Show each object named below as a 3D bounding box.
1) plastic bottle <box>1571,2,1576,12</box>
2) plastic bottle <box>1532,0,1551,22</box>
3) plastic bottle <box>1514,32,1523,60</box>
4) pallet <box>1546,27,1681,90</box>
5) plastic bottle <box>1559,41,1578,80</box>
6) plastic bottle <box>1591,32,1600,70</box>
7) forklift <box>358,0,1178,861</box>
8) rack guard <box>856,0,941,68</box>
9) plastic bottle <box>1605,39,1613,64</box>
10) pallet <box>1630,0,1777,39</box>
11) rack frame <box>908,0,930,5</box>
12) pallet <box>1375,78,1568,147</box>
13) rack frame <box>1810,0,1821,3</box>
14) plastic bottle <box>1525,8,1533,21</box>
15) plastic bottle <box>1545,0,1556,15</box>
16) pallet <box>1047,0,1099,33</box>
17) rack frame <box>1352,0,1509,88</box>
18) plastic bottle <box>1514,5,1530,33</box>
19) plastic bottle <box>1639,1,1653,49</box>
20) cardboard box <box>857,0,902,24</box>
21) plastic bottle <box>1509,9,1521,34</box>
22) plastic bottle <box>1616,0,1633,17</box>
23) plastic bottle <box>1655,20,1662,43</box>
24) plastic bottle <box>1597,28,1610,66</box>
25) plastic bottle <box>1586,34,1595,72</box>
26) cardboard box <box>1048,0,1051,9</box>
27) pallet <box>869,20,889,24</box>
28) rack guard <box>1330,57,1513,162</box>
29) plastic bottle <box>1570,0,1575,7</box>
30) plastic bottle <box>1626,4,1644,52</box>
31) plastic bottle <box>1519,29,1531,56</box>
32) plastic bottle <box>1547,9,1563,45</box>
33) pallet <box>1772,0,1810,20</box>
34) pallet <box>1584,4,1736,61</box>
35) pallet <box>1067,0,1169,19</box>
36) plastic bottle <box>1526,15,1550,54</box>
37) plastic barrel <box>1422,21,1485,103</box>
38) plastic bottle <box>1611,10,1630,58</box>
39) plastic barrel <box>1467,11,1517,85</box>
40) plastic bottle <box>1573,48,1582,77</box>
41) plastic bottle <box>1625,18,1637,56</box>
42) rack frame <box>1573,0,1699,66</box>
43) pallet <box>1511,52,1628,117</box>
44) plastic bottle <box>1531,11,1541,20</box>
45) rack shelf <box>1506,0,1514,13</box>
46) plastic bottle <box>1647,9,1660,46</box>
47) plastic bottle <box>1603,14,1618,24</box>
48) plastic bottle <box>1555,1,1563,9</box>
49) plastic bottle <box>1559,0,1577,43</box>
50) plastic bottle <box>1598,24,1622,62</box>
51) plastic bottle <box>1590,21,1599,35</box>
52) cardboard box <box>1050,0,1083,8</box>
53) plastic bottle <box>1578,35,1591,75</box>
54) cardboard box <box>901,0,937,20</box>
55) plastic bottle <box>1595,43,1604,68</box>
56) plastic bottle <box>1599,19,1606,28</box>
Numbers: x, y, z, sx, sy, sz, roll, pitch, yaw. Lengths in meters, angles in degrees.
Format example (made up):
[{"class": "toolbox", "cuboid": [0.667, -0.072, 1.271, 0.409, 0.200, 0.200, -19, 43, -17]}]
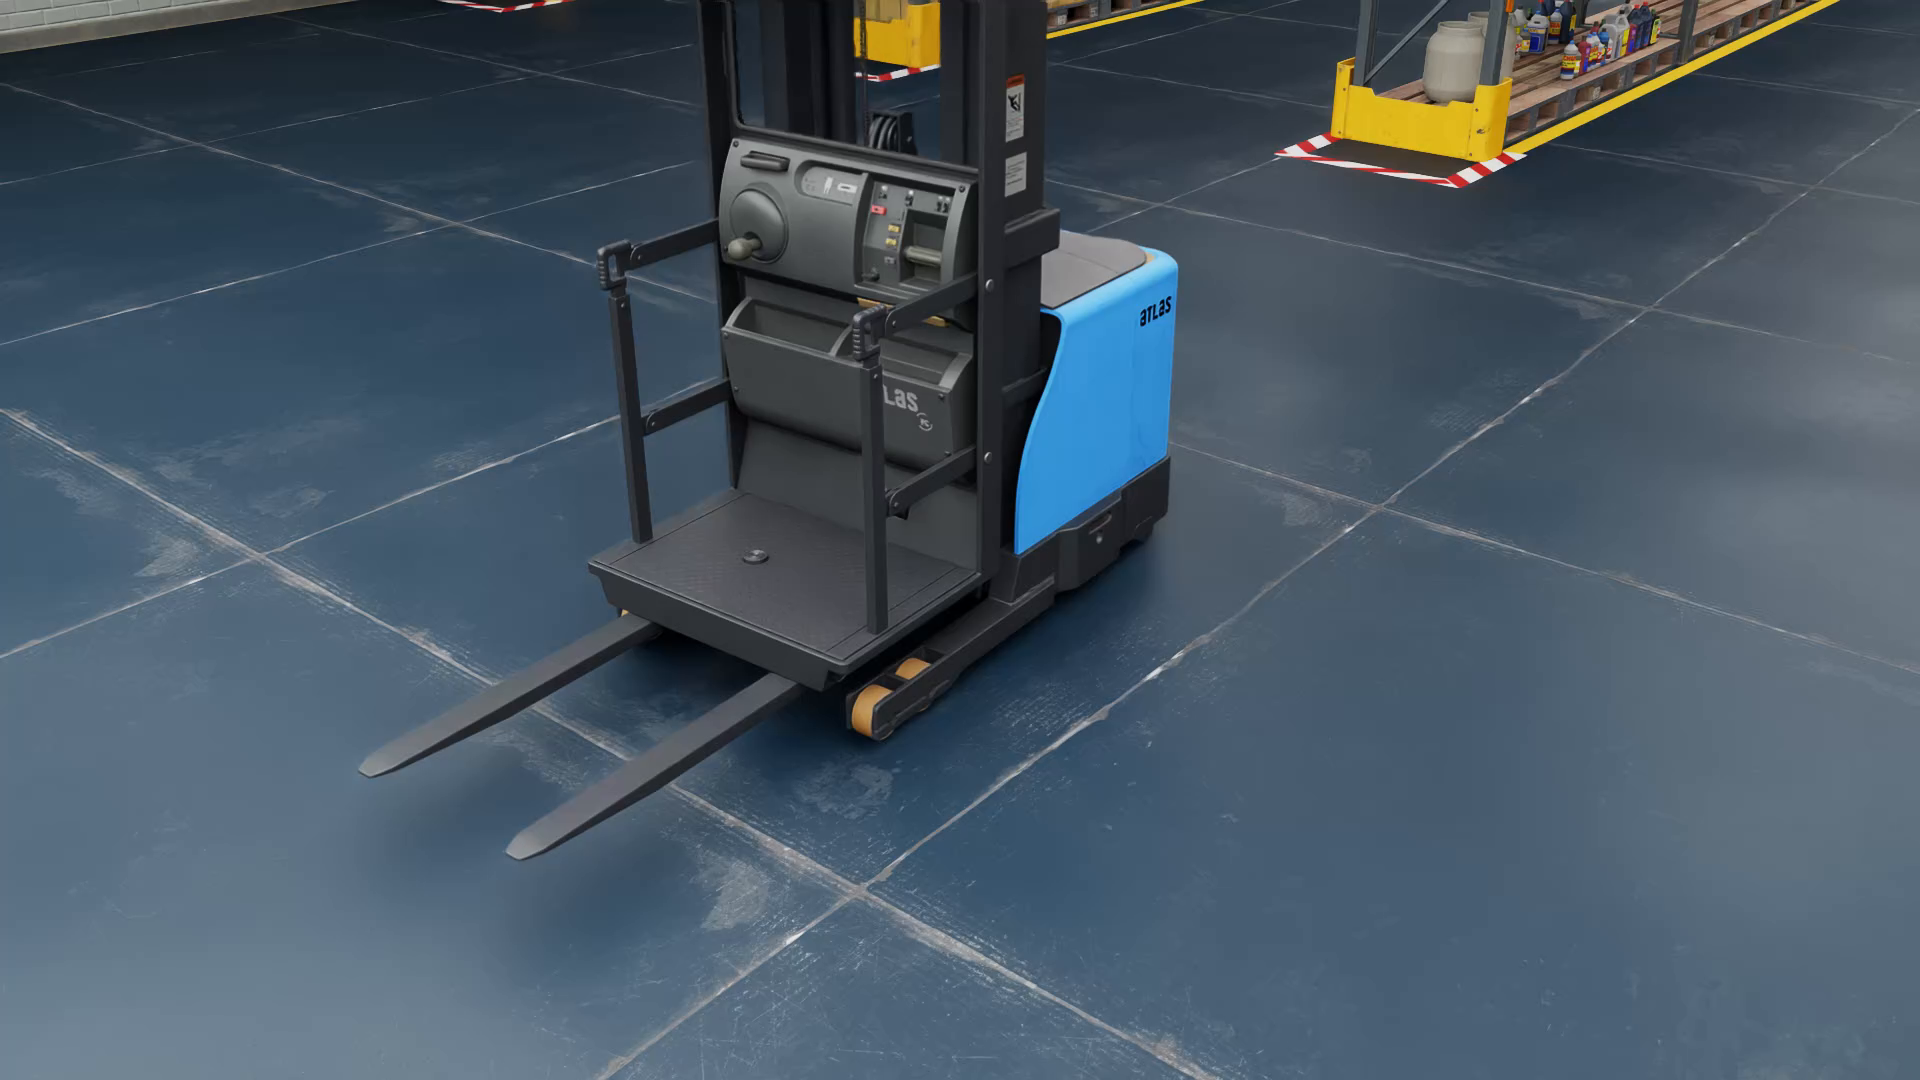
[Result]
[{"class": "plastic bottle", "cuboid": [5.051, -4.315, 13.804, 0.061, 0.283, 0.133, 21, 34, 34]}, {"class": "plastic bottle", "cuboid": [4.740, -4.251, 13.608, 0.144, 0.351, 0.185, 19, 33, 32]}, {"class": "plastic bottle", "cuboid": [4.357, -3.879, 13.050, 0.097, 0.201, 0.097, 0, 27, 0]}, {"class": "pallet", "cuboid": [5.234, -4.000, 13.752, 1.003, 0.211, 1.213, 21, 34, 34]}, {"class": "plastic bottle", "cuboid": [4.543, -3.582, 12.399, 0.097, 0.271, 0.097, 0, 27, 0]}, {"class": "plastic bottle", "cuboid": [4.825, -3.739, 12.703, 0.097, 0.271, 0.097, 0, 27, 0]}, {"class": "forklift", "cuboid": [-0.488, -0.946, 4.889, 1.130, 2.935, 3.031, 19, 33, 32]}, {"class": "rack guard", "cuboid": [-0.686, -4.376, 14.166, 1.175, 0.500, 0.348, 21, 34, 34]}, {"class": "plastic bottle", "cuboid": [5.019, -3.815, 12.928, 0.097, 0.201, 0.097, 0, 27, 0]}, {"class": "pallet", "cuboid": [6.939, -4.950, 15.589, 1.003, 0.211, 1.213, 21, 34, 34]}, {"class": "rack frame", "cuboid": [-0.670, -5.495, 13.608, 1.000, 3.000, 0.127, 21, 34, 34]}, {"class": "pallet", "cuboid": [3.682, -3.135, 12.080, 1.003, 0.211, 1.213, 21, 34, 34]}, {"class": "rack frame", "cuboid": [8.238, -6.883, 16.290, 1.000, 3.000, 0.127, 21, 34, 34]}, {"class": "plastic bottle", "cuboid": [4.603, -4.175, 13.534, 0.061, 0.283, 0.133, 23, 35, 37]}, {"class": "plastic bottle", "cuboid": [4.860, -4.318, 13.737, 0.144, 0.351, 0.185, 22, 34, 36]}, {"class": "pallet", "cuboid": [0.560, -4.971, 15.629, 1.003, 0.211, 1.213, 21, 34, 34]}, {"class": "rack frame", "cuboid": [3.149, -4.046, 10.807, 1.000, 3.000, 0.127, 21, 34, 34]}, {"class": "plastic bottle", "cuboid": [4.470, -4.101, 13.316, 0.144, 0.351, 0.185, 20, 34, 34]}, {"class": "plastic bottle", "cuboid": [5.507, -4.171, 13.452, 0.144, 0.351, 0.185, 20, 33, 33]}, {"class": "cardboard box", "cuboid": [-0.557, -4.737, 14.678, 0.500, 0.250, 0.500, 21, 34, 34]}, {"class": "plastic bottle", "cuboid": [4.351, -4.035, 13.189, 0.144, 0.351, 0.185, 22, 35, 36]}, {"class": "plastic bottle", "cuboid": [5.395, -4.213, 13.533, 0.144, 0.351, 0.185, 21, 34, 34]}, {"class": "plastic bottle", "cuboid": [5.703, -4.197, 13.665, 0.097, 0.201, 0.097, 0, 27, 0]}, {"class": "plastic bottle", "cuboid": [4.954, -3.810, 12.842, 0.097, 0.271, 0.097, 0, 27, 0]}, {"class": "plastic bottle", "cuboid": [4.761, -3.703, 12.634, 0.097, 0.271, 0.097, 0, 27, 0]}, {"class": "cardboard box", "cuboid": [0.476, -4.941, 15.072, 0.500, 0.250, 0.500, 21, 34, 34]}, {"class": "pallet", "cuboid": [-0.216, -4.540, 14.796, 1.003, 0.211, 1.213, 21, 34, 34]}, {"class": "rack guard", "cuboid": [3.162, -2.977, 11.460, 1.175, 0.500, 0.348, 21, 34, 34]}, {"class": "plastic bottle", "cuboid": [5.153, -4.463, 14.103, 0.097, 0.271, 0.097, 0, 27, 0]}, {"class": "plastic bottle", "cuboid": [5.384, -4.103, 13.320, 0.144, 0.351, 0.185, 19, 33, 32]}, {"class": "plastic bottle", "cuboid": [4.472, -3.949, 13.185, 0.097, 0.201, 0.097, 0, 27, 0]}, {"class": "plastic bottle", "cuboid": [4.861, -4.196, 13.588, 0.097, 0.271, 0.097, 0, 27, 0]}, {"class": "pallet", "cuboid": [7.715, -5.381, 16.421, 1.003, 0.211, 1.213, 21, 34, 34]}, {"class": "pallet", "cuboid": [6.163, -4.516, 14.749, 1.003, 0.211, 1.213, 21, 34, 34]}, {"class": "pallet", "cuboid": [1.336, -5.405, 16.469, 1.003, 0.211, 1.213, 21, 34, 34]}, {"class": "plastic bottle", "cuboid": [4.600, -4.033, 13.267, 0.152, 0.276, 0.135, 21, 34, 34]}, {"class": "plastic barrel", "cuboid": [3.509, -3.383, 11.776, 0.421, 0.512, 0.421, 0, 27, 0]}, {"class": "plastic bottle", "cuboid": [5.179, -3.988, 13.099, 0.144, 0.351, 0.185, 21, 34, 34]}, {"class": "plastic barrel", "cuboid": [3.828, -3.561, 12.120, 0.421, 0.512, 0.421, 0, 27, 0]}, {"class": "plastic bottle", "cuboid": [4.609, -3.587, 12.486, 0.097, 0.201, 0.097, 0, 27, 0]}, {"class": "plastic bottle", "cuboid": [5.313, -4.003, 13.200, 0.061, 0.283, 0.133, 23, 35, 38]}, {"class": "rack frame", "cuboid": [5.694, -5.464, 13.548, 1.000, 3.000, 0.127, 21, 34, 34]}, {"class": "pallet", "cuboid": [4.459, -3.565, 12.912, 1.003, 0.211, 1.213, 21, 34, 34]}, {"class": "plastic bottle", "cuboid": [4.675, -4.153, 13.504, 0.097, 0.271, 0.097, 0, 27, 0]}, {"class": "rack shelf", "cuboid": [4.422, -4.436, 12.343, 1.077, 0.370, 4.000, 21, 34, 34]}, {"class": "plastic bottle", "cuboid": [5.642, -4.186, 13.555, 0.061, 0.283, 0.133, 23, 35, 37]}, {"class": "plastic bottle", "cuboid": [5.254, -4.104, 13.404, 0.152, 0.276, 0.135, 21, 34, 34]}, {"class": "plastic bottle", "cuboid": [4.968, -4.343, 13.865, 0.152, 0.276, 0.135, 22, 35, 36]}, {"class": "plastic bottle", "cuboid": [4.971, -4.276, 13.656, 0.144, 0.351, 0.185, 21, 34, 34]}, {"class": "plastic bottle", "cuboid": [5.073, -3.898, 13.007, 0.152, 0.276, 0.135, 21, 34, 35]}, {"class": "plastic bottle", "cuboid": [4.990, -3.933, 13.065, 0.061, 0.283, 0.133, 21, 34, 34]}, {"class": "cardboard box", "cuboid": [0.798, -5.117, 15.412, 0.500, 0.250, 0.500, 21, 34, 34]}, {"class": "plastic bottle", "cuboid": [4.701, -3.662, 12.541, 0.061, 0.283, 0.133, 21, 34, 35]}, {"class": "cardboard box", "cuboid": [-0.158, -4.586, 14.385, 0.500, 0.250, 0.500, 21, 34, 34]}, {"class": "plastic bottle", "cuboid": [4.888, -3.743, 12.787, 0.097, 0.201, 0.097, 0, 27, 0]}, {"class": "plastic bottle", "cuboid": [5.084, -3.979, 13.155, 0.061, 0.283, 0.133, 21, 34, 34]}]
